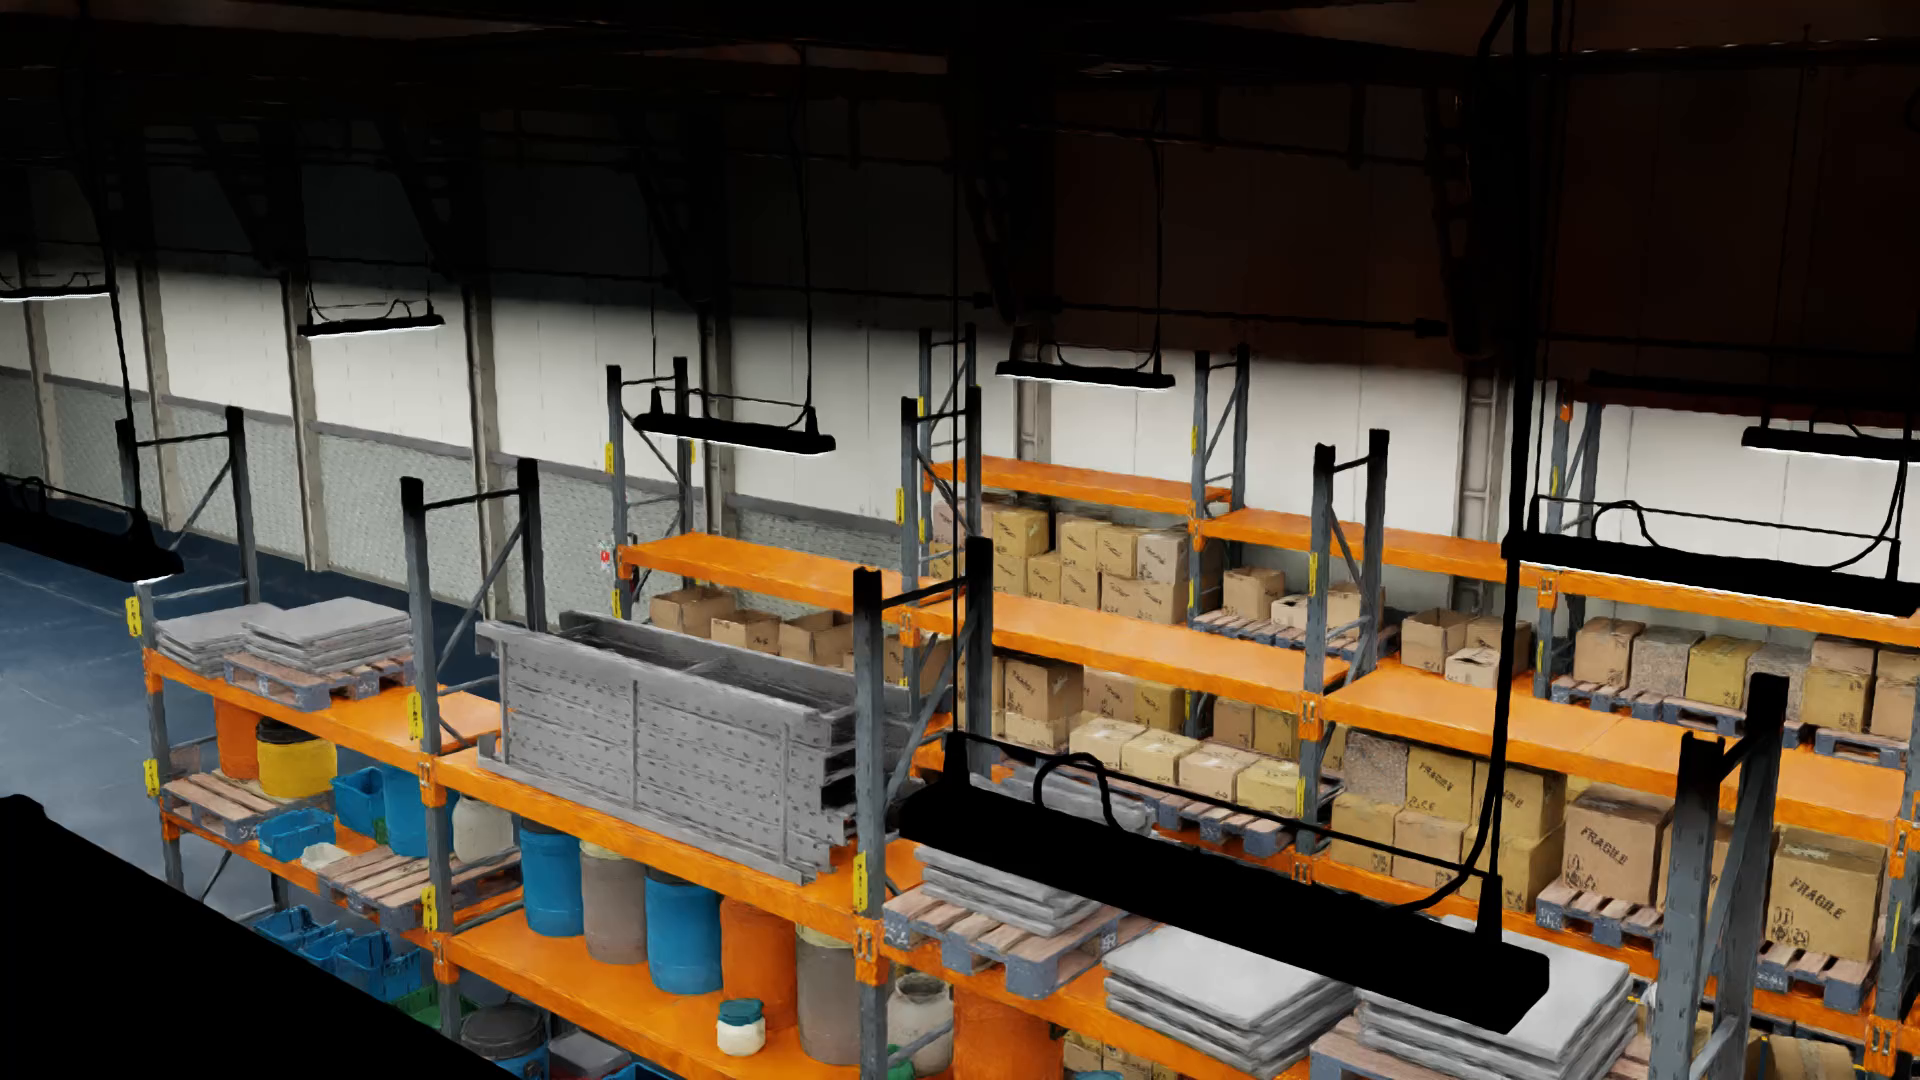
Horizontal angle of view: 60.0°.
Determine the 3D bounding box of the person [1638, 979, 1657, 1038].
[{"bbox_3d":[5.812,4.176,13.863,1.121,1.691,0.577,11,17,40],"label":"person"}]
